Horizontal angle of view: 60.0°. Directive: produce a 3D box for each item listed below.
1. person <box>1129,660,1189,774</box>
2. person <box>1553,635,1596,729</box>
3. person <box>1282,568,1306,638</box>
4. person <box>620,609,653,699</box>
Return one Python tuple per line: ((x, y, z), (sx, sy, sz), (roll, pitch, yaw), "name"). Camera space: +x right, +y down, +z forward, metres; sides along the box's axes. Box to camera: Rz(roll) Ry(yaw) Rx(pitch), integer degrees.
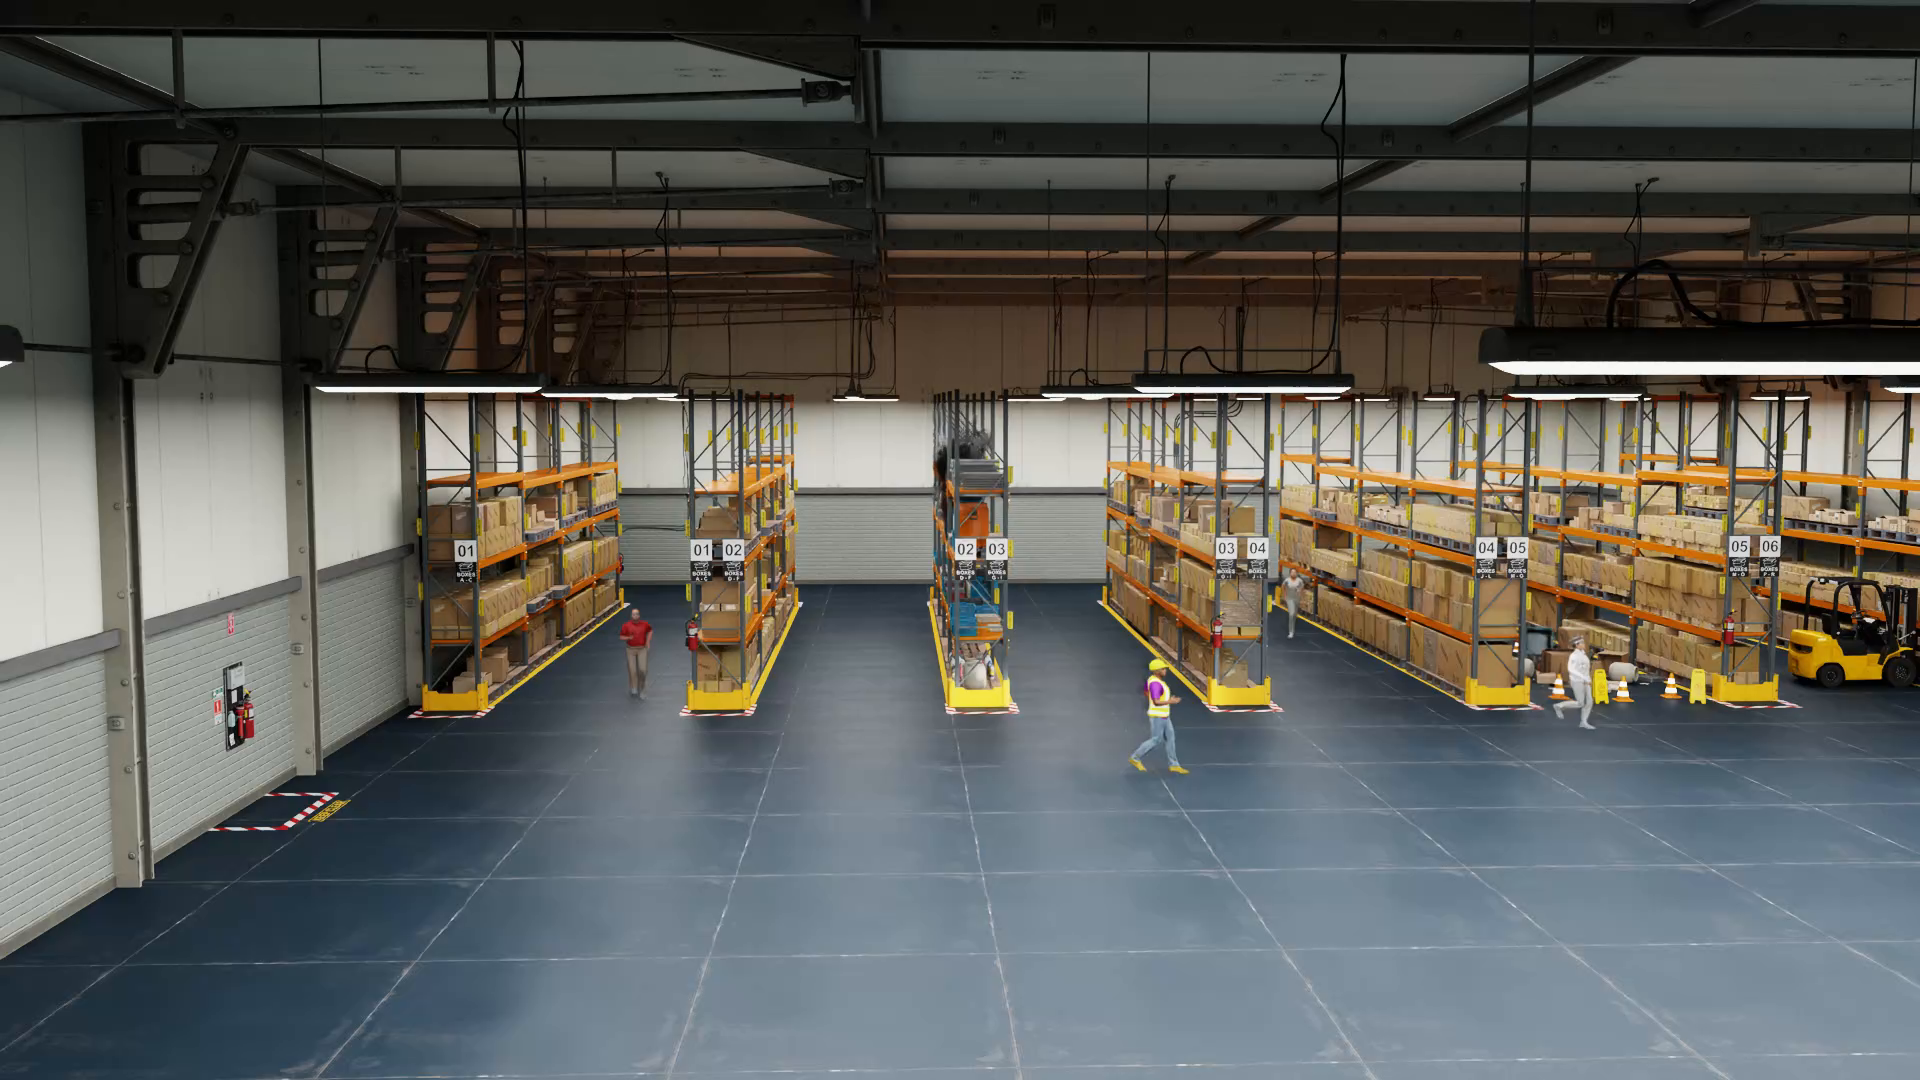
((3.073, 2.719, 25.618), (0.917, 1.765, 0.701), (1, 5, 13), "person")
((10.913, 2.499, 29.432), (0.726, 1.668, 0.605), (4, 6, 40), "person")
((8.252, 1.528, 41.142), (0.565, 1.702, 0.840), (0, 5, 1), "person")
((-6.311, 2.229, 32.457), (0.640, 1.781, 0.724), (-1, 5, -12), "person")
